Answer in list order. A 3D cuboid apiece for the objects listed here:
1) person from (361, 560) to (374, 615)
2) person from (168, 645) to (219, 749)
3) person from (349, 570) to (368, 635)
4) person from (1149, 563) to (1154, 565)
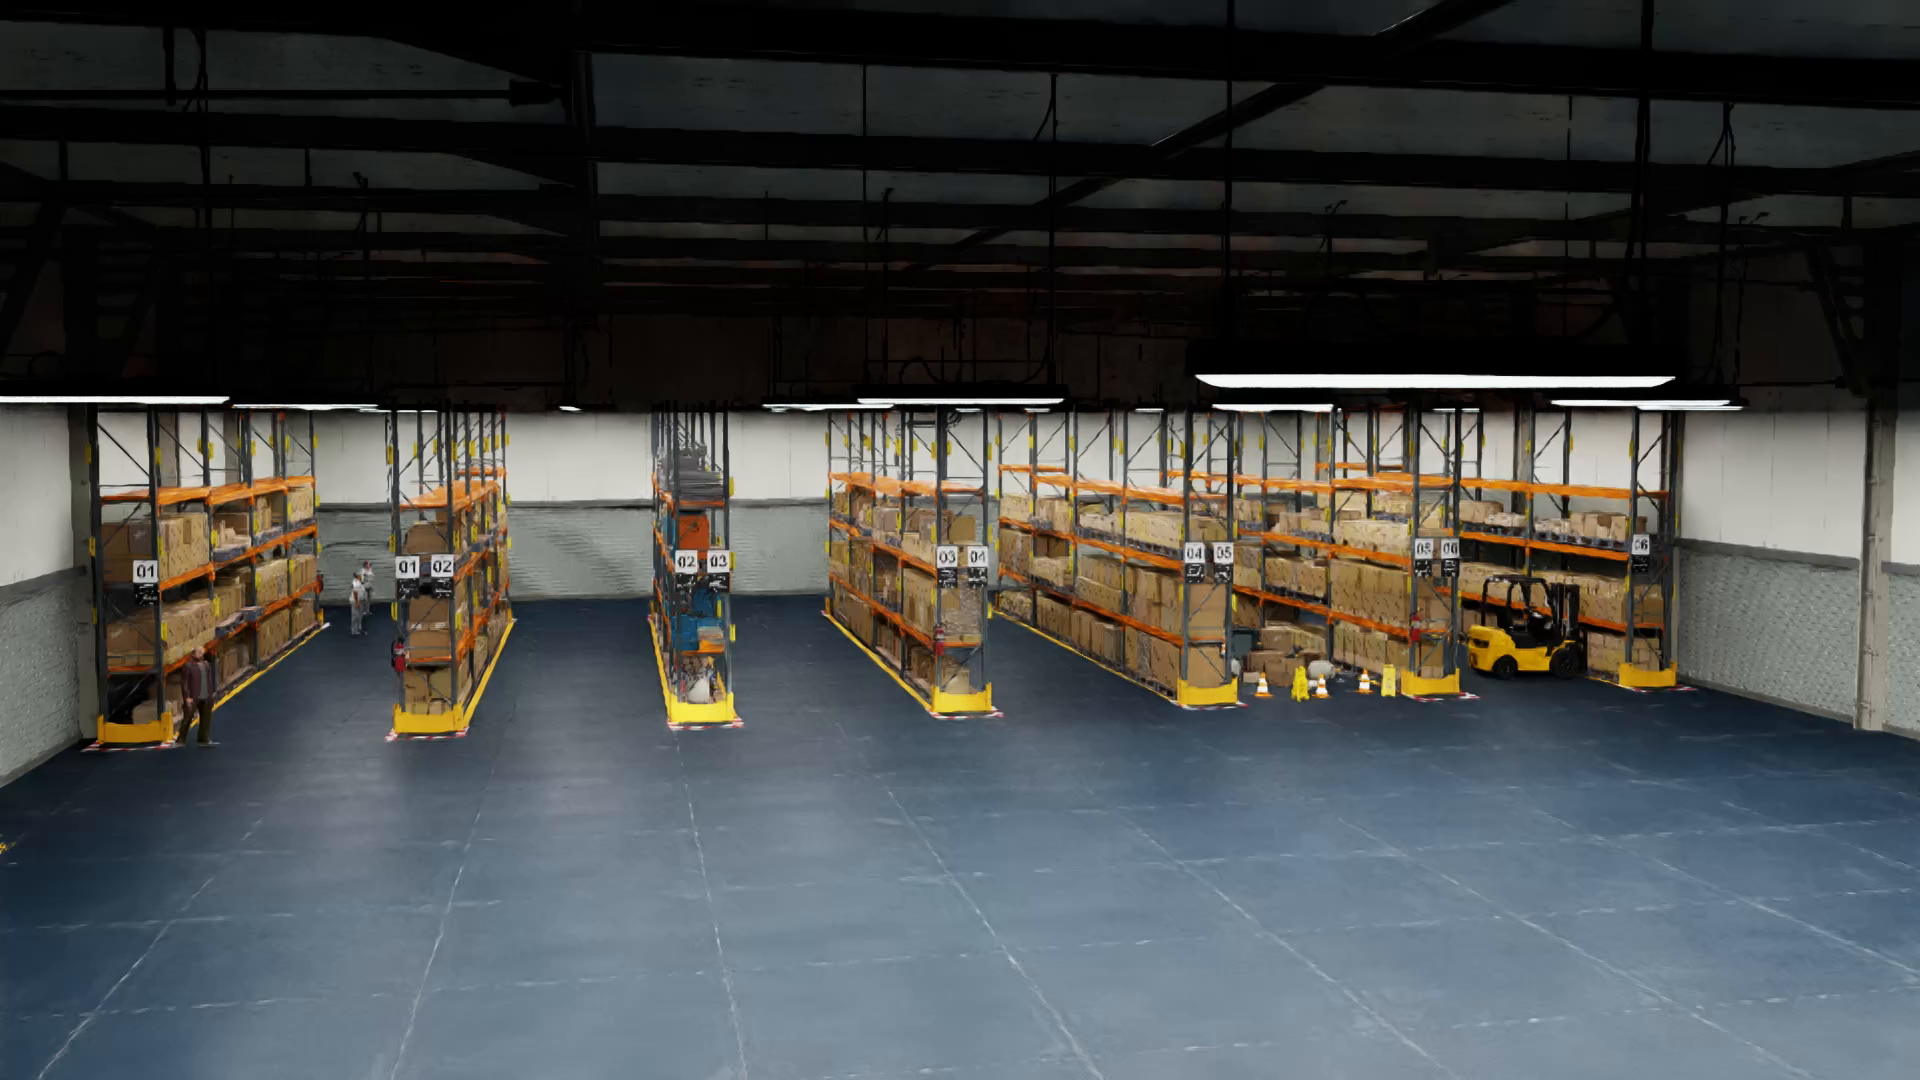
[{"bbox_3d":[-17.058,1.361,47.470,0.472,1.582,0.592,3,5,32],"label":"person"},{"bbox_3d":[-13.161,2.694,28.477,0.504,1.774,0.763,3,5,32],"label":"person"},{"bbox_3d":[-15.719,1.612,43.382,0.400,1.671,0.555,-1,4,-9],"label":"person"},{"bbox_3d":[5.248,1.473,44.984,0.445,1.718,0.575,-3,6,-39],"label":"person"}]
